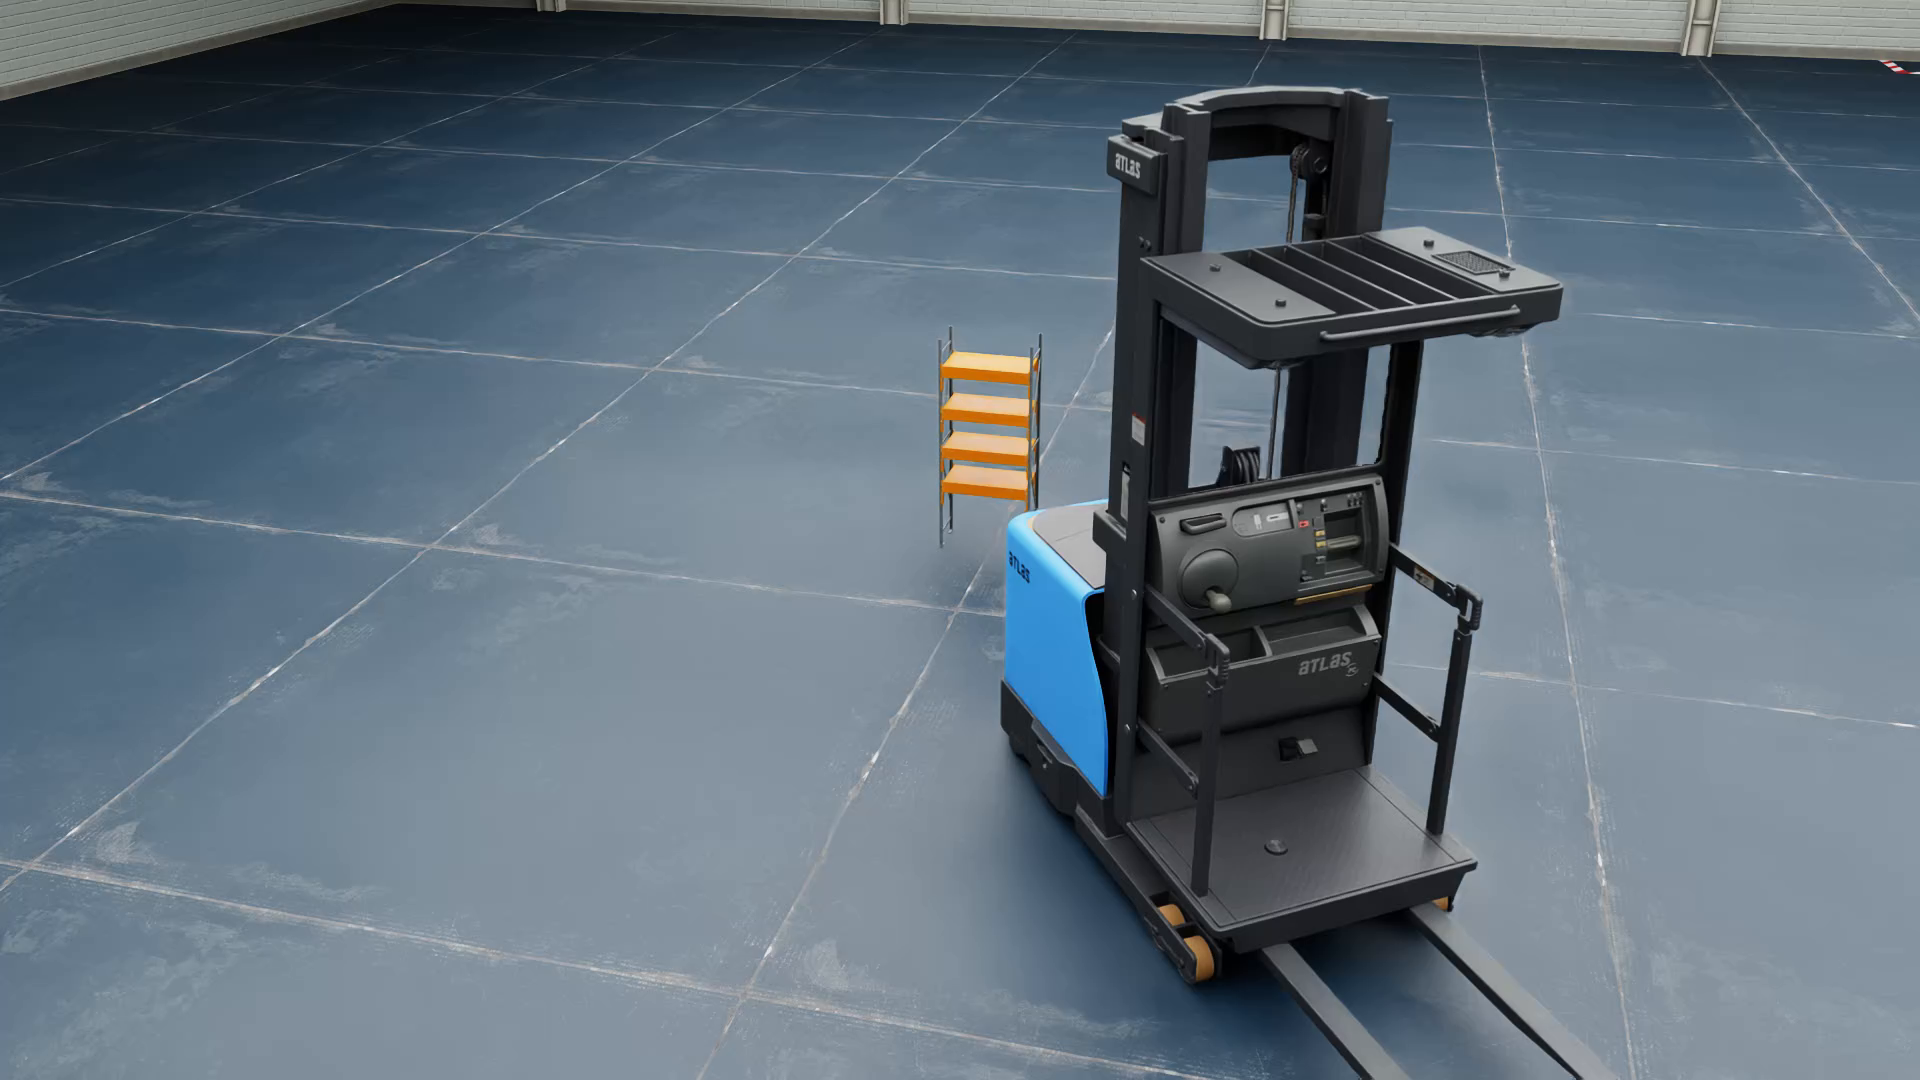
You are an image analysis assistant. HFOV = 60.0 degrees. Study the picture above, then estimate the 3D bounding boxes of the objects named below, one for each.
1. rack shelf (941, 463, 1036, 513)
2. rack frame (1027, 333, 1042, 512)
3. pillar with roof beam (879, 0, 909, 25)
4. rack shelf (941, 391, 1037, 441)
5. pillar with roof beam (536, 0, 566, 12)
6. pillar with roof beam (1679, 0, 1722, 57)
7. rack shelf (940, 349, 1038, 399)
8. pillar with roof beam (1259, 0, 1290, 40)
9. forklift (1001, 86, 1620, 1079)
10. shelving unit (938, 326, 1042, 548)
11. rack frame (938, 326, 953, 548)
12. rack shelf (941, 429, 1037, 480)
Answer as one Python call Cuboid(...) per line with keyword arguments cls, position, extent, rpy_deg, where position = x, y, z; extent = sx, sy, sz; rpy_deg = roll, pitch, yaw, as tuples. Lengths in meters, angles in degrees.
Cuboid(cls="rack shelf", position=(0.160, -0.284, 9.069), extent=(0.480, 0.148, 0.258), rpy_deg=(6, 26, 13))
Cuboid(cls="rack frame", position=(0.397, -0.498, 8.900), extent=(0.015, 1.200, 0.240), rpy_deg=(6, 26, 13))
Cuboid(cls="pillar with roof beam", position=(-2.121, -10.539, 20.919), extent=(0.400, 9.000, 9.100), rpy_deg=(6, 26, 13))
Cuboid(cls="rack shelf", position=(0.160, -0.665, 8.888), extent=(0.480, 0.148, 0.258), rpy_deg=(6, 26, 13))
Cuboid(cls="pillar with roof beam", position=(-7.932, -11.182, 22.268), extent=(0.400, 9.000, 9.100), rpy_deg=(6, 26, 13))
Cuboid(cls="pillar with roof beam", position=(9.501, -9.255, 18.220), extent=(0.400, 9.000, 9.100), rpy_deg=(6, 26, 13))
Cuboid(cls="rack shelf", position=(0.160, -0.879, 8.786), extent=(0.480, 0.148, 0.258), rpy_deg=(6, 26, 13))
Cuboid(cls="pillar with roof beam", position=(3.690, -9.897, 19.569), extent=(0.400, 9.000, 9.100), rpy_deg=(6, 26, 13))
Cuboid(cls="forklift", position=(1.196, 0.051, 5.733), extent=(1.130, 2.935, 3.031), rpy_deg=(-10, 27, -20))
Cuboid(cls="shelving unit", position=(0.160, -0.524, 8.955), extent=(0.503, 1.200, 0.258), rpy_deg=(6, 26, 13))
Cuboid(cls="rack frame", position=(-0.076, -0.550, 9.010), extent=(0.015, 1.200, 0.240), rpy_deg=(6, 26, 13))
Cuboid(cls="rack shelf", position=(0.160, -0.463, 8.984), extent=(0.480, 0.148, 0.258), rpy_deg=(6, 26, 13))
